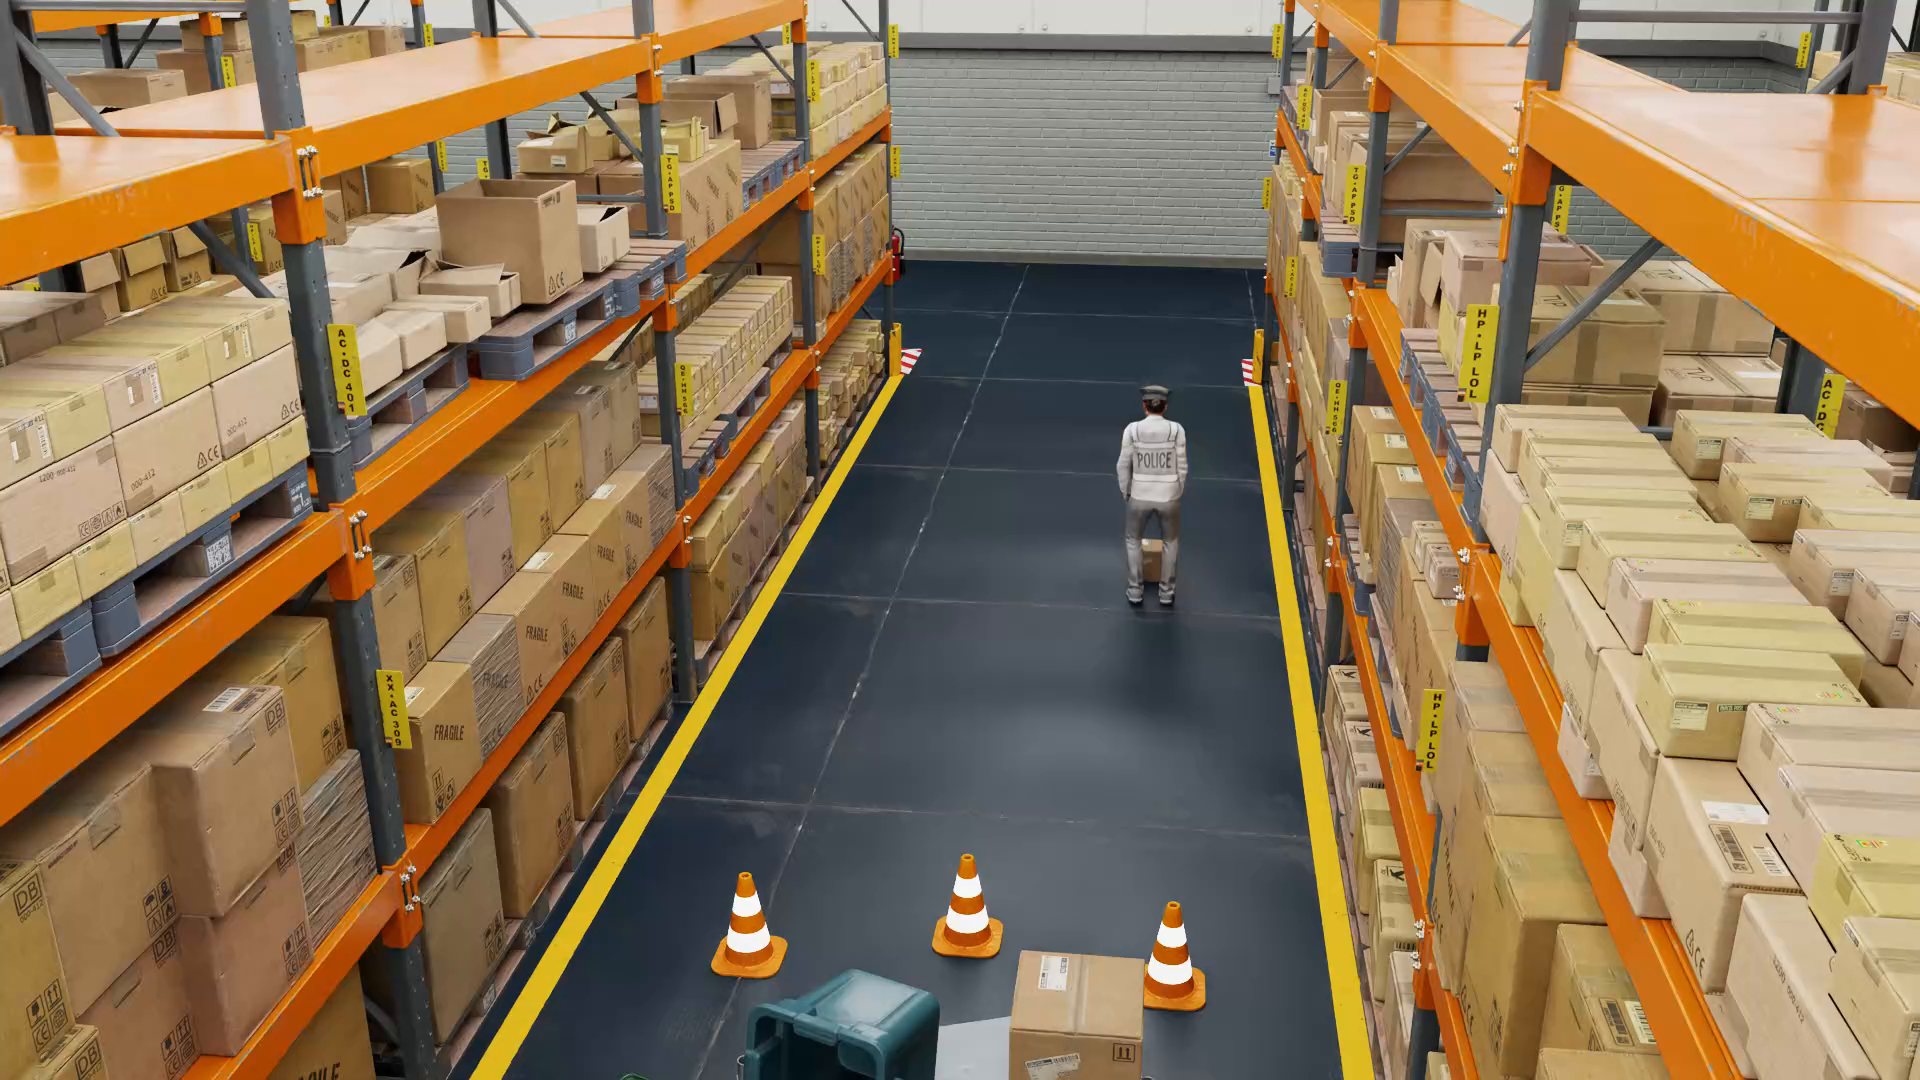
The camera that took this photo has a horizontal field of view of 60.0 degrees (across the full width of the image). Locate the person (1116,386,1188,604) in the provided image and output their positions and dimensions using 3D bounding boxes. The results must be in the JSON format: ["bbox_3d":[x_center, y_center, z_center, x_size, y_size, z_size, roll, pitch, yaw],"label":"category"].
[{"bbox_3d":[1.377,-0.317,11.995,0.508,1.603,0.485,3,22,8],"label":"person"}]
